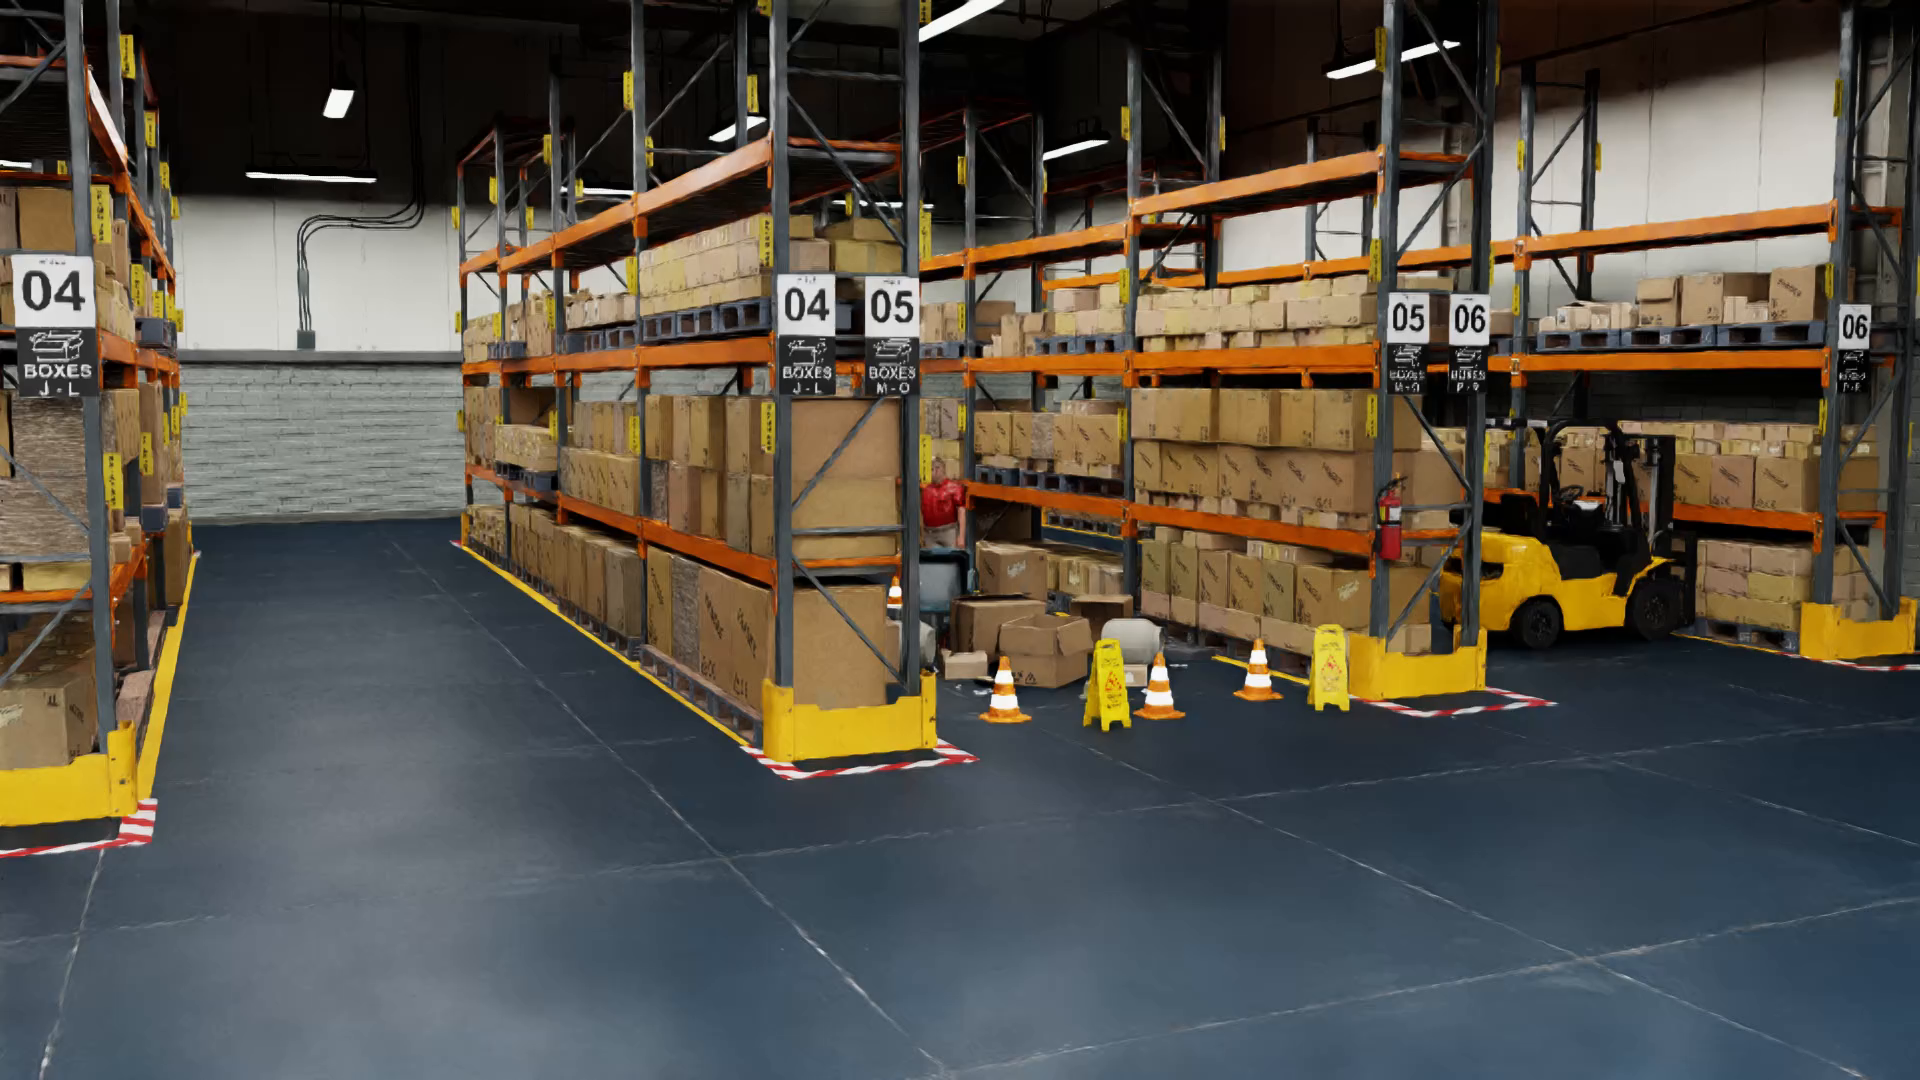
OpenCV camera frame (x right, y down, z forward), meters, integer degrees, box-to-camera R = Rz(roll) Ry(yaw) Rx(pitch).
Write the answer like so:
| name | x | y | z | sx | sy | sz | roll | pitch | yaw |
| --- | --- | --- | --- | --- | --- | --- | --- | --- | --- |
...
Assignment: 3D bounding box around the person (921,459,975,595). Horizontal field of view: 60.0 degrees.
| name | x | y | z | sx | sy | sz | roll | pitch | yaw |
| --- | --- | --- | --- | --- | --- | --- | --- | --- | --- |
| person | -0.162 | -0.016 | 17.659 | 0.605 | 1.687 | 0.721 | 3 | 6 | 28 |
